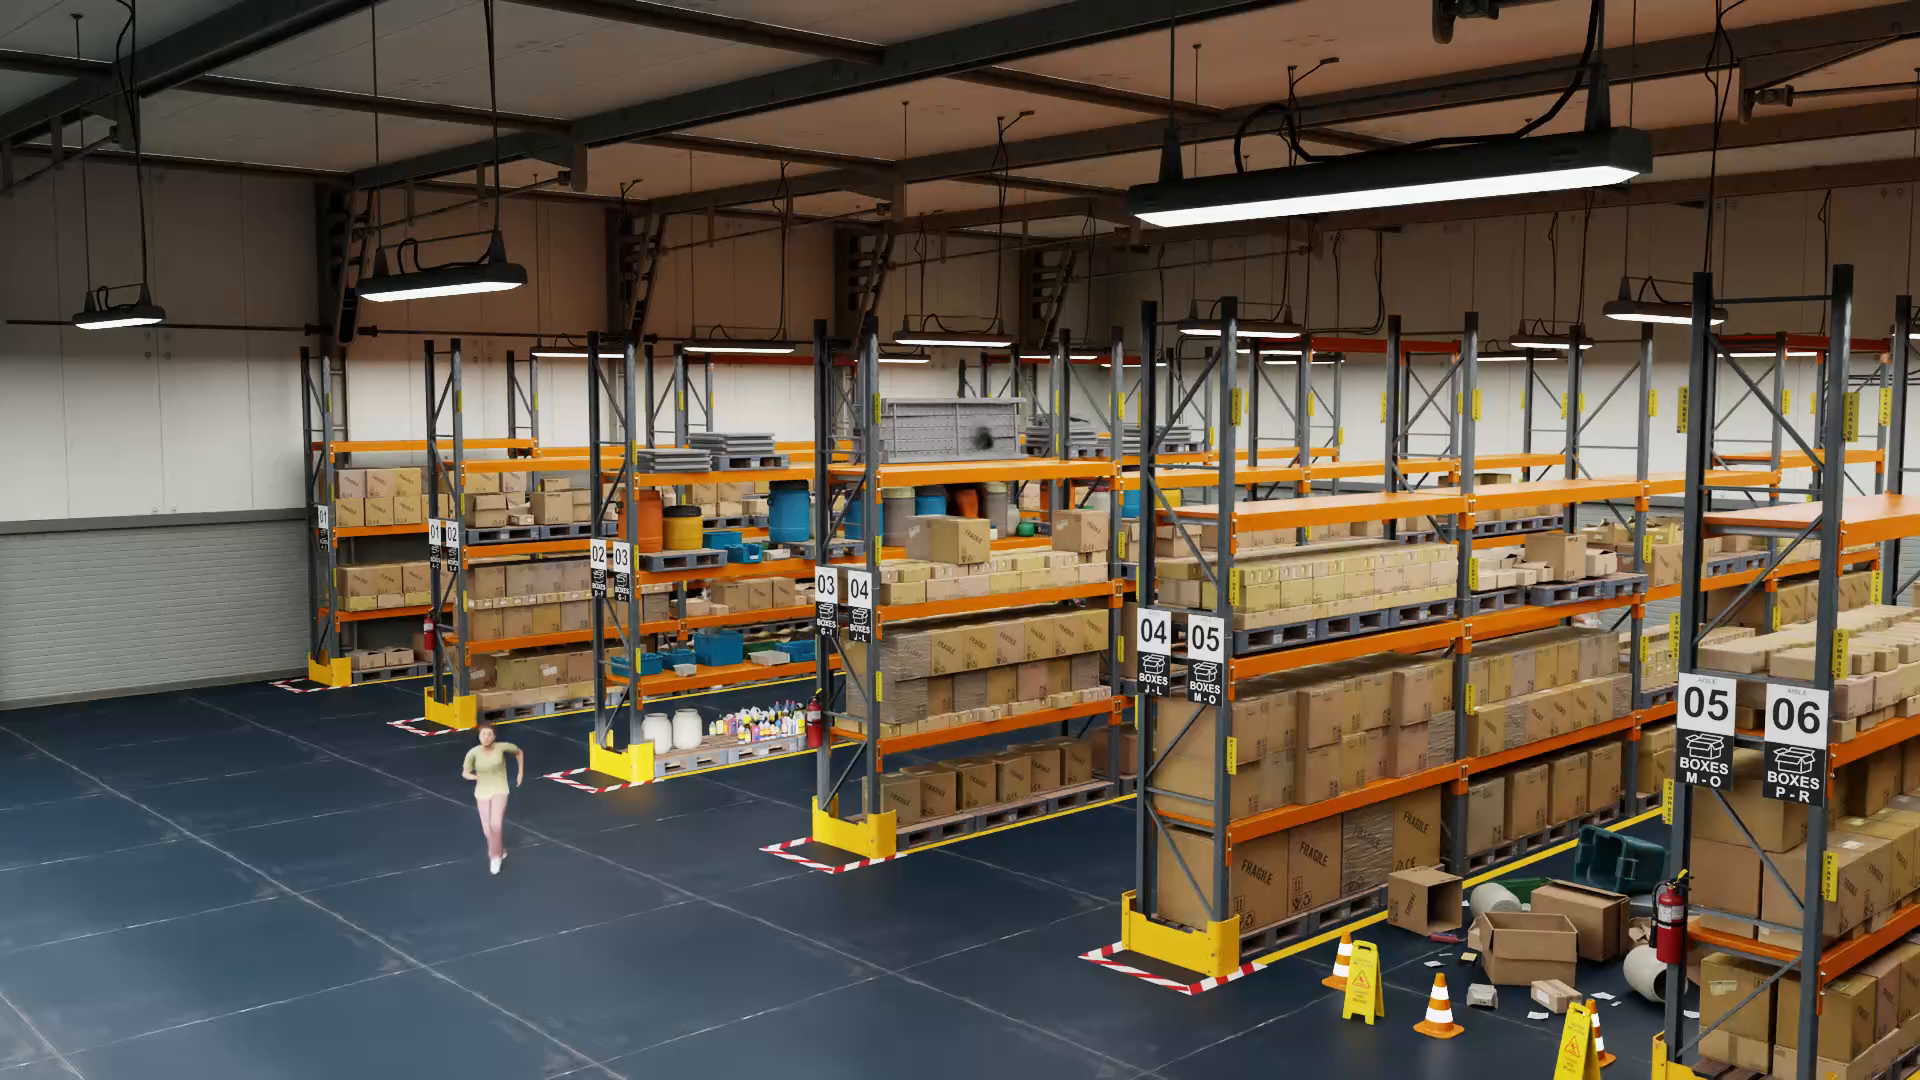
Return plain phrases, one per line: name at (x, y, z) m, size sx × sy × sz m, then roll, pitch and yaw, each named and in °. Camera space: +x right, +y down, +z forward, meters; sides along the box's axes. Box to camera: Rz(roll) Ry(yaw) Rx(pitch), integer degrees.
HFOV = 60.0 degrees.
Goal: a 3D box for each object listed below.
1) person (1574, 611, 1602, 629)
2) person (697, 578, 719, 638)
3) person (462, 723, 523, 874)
person at (11.438, 1.636, 30.235) m, size 0.669 × 1.755 × 0.626 m, roll -1°, pitch 5°, yaw -14°
person at (-4.828, 1.514, 32.225) m, size 0.613 × 1.660 × 0.715 m, roll 5°, pitch 7°, yaw 42°
person at (-5.020, 2.755, 17.877) m, size 0.606 × 1.638 × 0.771 m, roll -1°, pitch 5°, yaw -8°
